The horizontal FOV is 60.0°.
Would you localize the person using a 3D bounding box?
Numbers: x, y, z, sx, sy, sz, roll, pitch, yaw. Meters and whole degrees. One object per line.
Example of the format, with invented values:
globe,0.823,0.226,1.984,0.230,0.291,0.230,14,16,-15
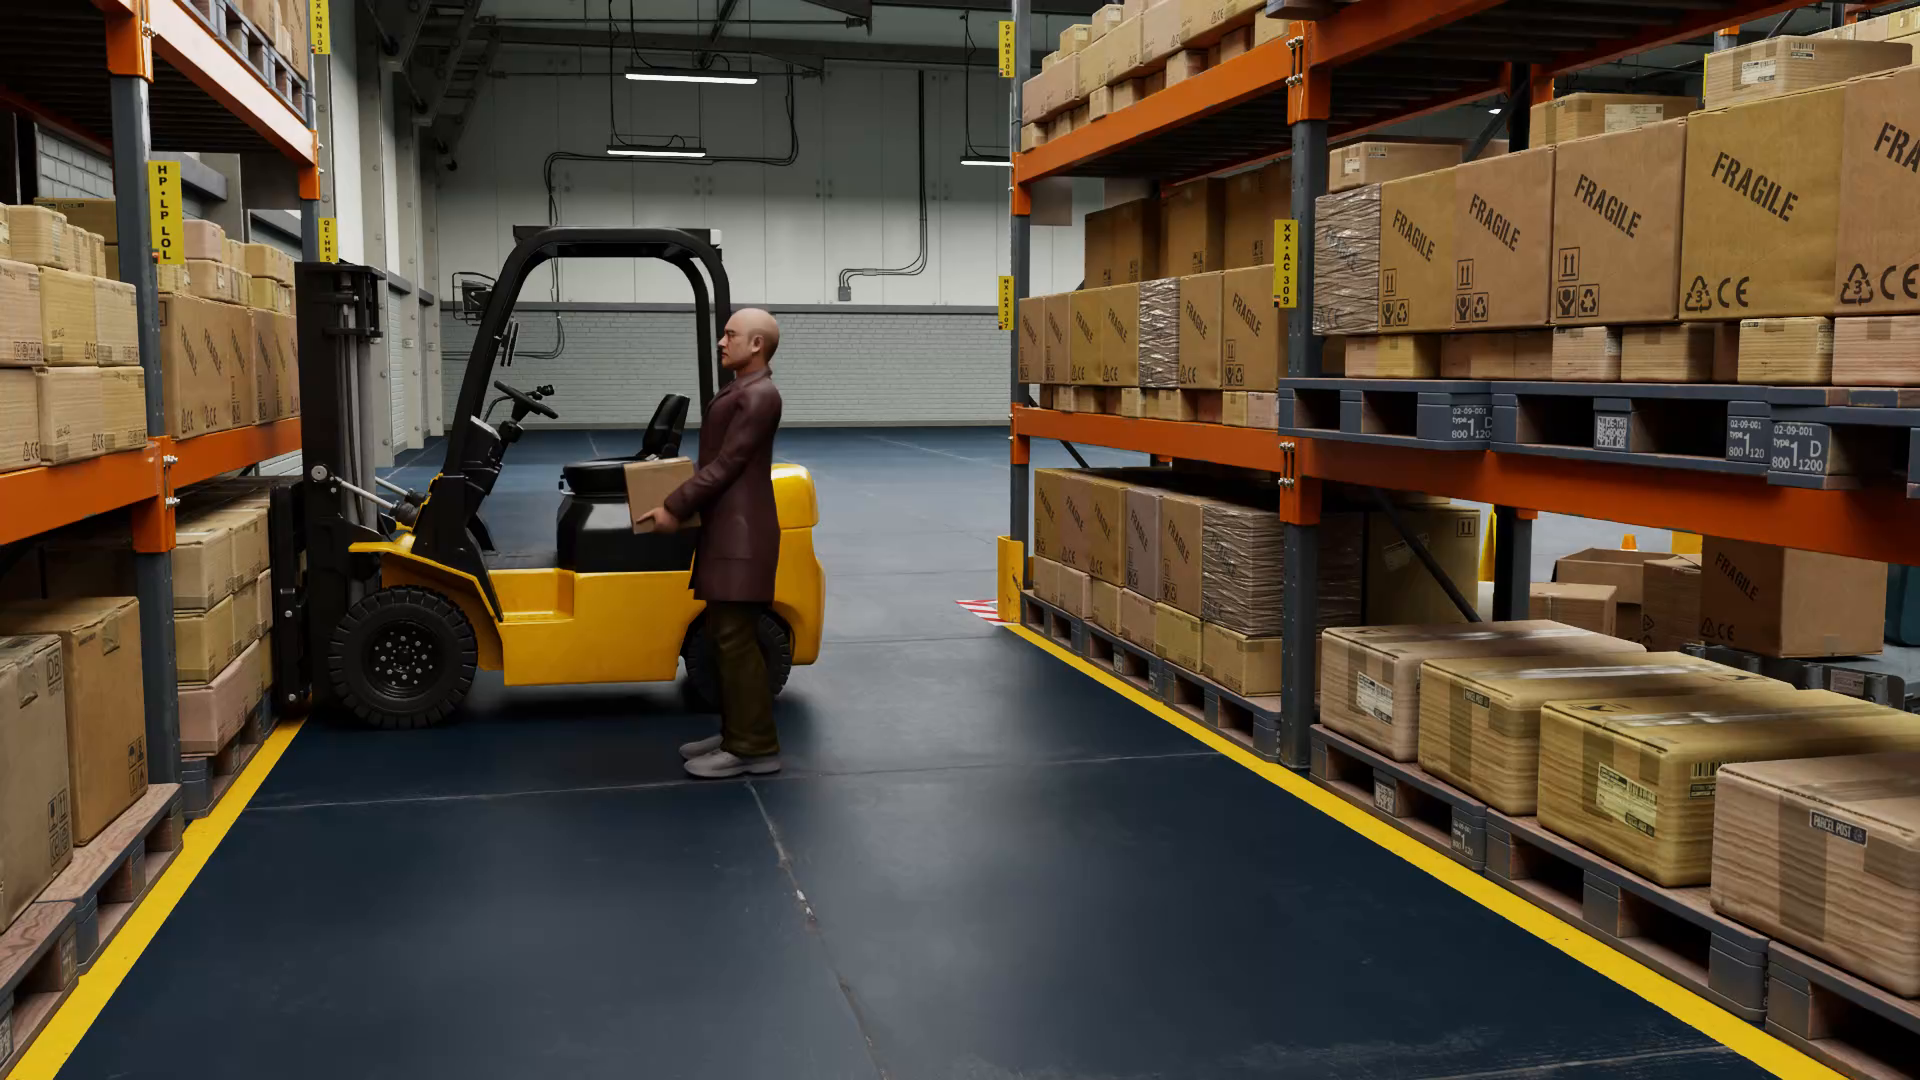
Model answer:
person,-0.955,0.005,6.362,0.561,1.772,0.529,-1,6,-13
